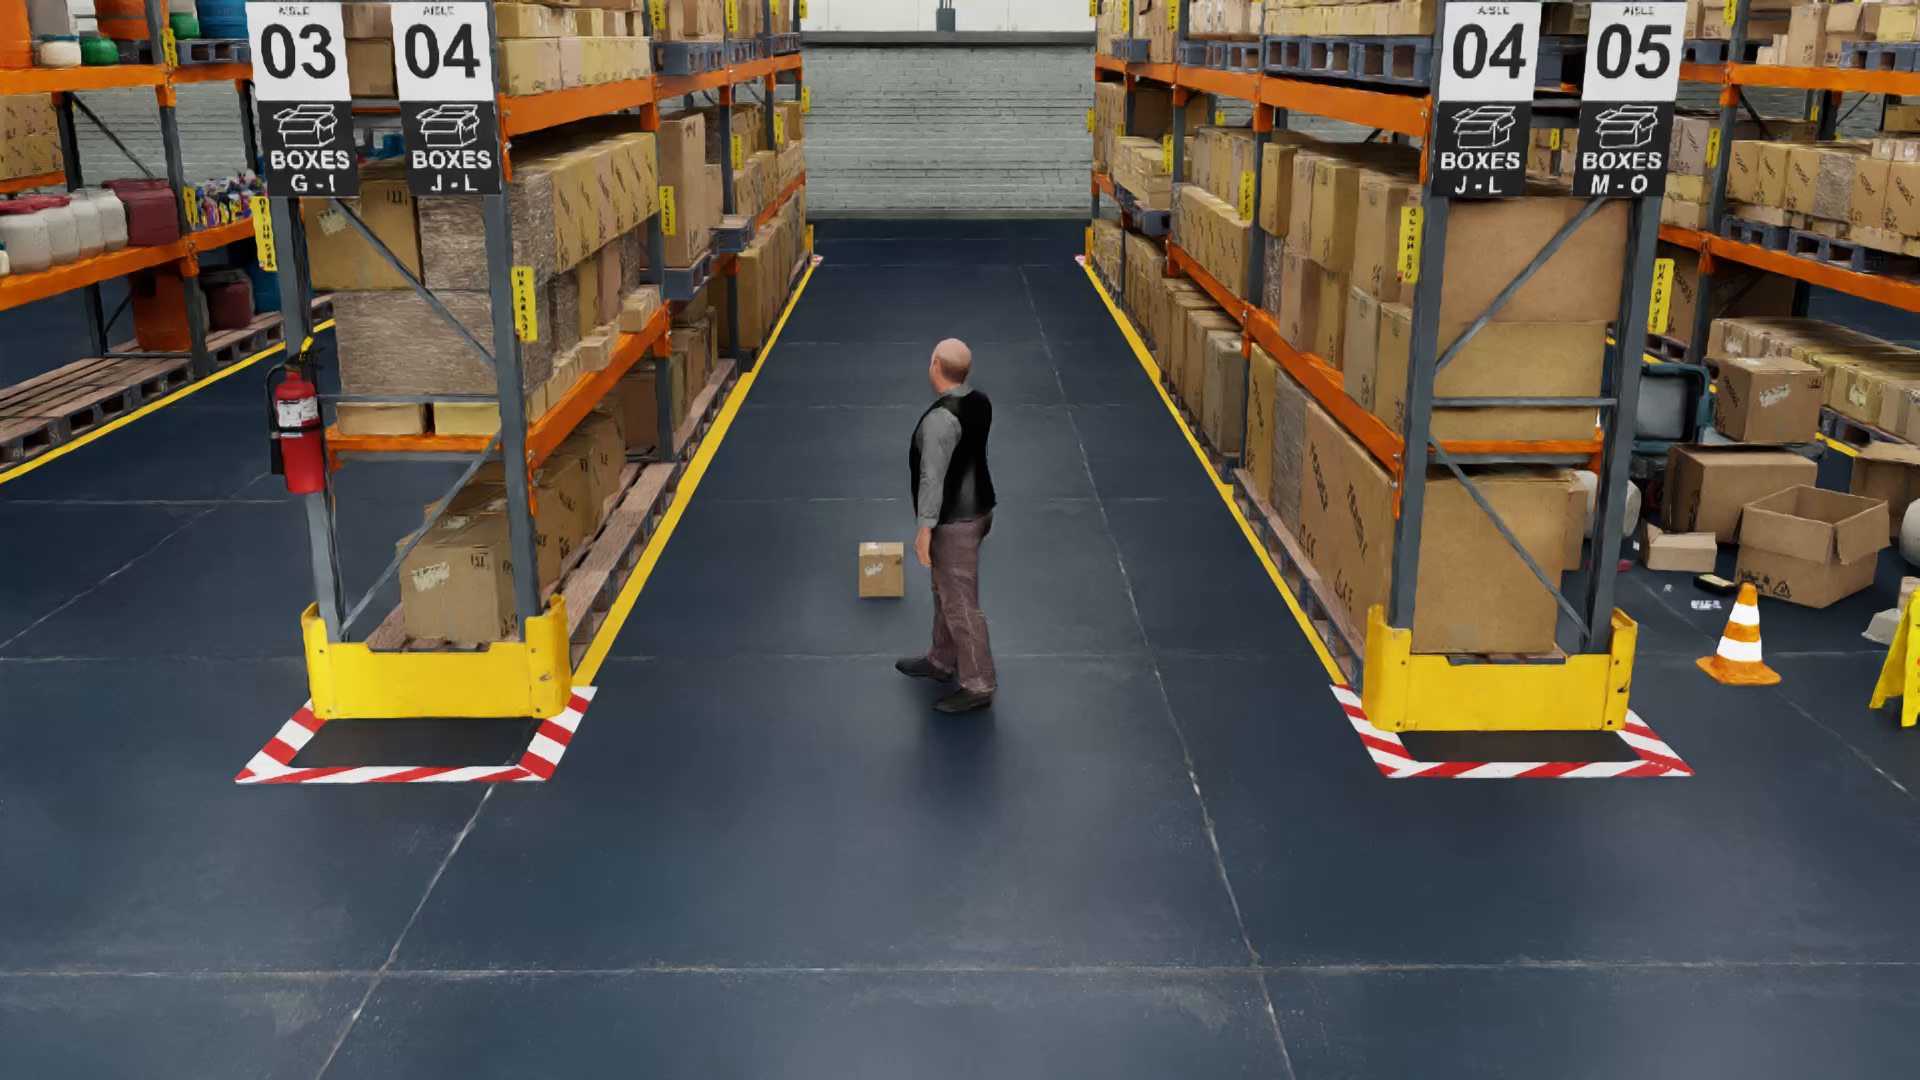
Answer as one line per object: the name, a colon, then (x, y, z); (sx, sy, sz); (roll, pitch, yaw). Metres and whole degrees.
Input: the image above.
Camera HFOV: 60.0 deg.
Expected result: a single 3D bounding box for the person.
person: (-0.073, -0.098, 7.827); (0.584, 1.720, 0.645); (5, 18, 16)
